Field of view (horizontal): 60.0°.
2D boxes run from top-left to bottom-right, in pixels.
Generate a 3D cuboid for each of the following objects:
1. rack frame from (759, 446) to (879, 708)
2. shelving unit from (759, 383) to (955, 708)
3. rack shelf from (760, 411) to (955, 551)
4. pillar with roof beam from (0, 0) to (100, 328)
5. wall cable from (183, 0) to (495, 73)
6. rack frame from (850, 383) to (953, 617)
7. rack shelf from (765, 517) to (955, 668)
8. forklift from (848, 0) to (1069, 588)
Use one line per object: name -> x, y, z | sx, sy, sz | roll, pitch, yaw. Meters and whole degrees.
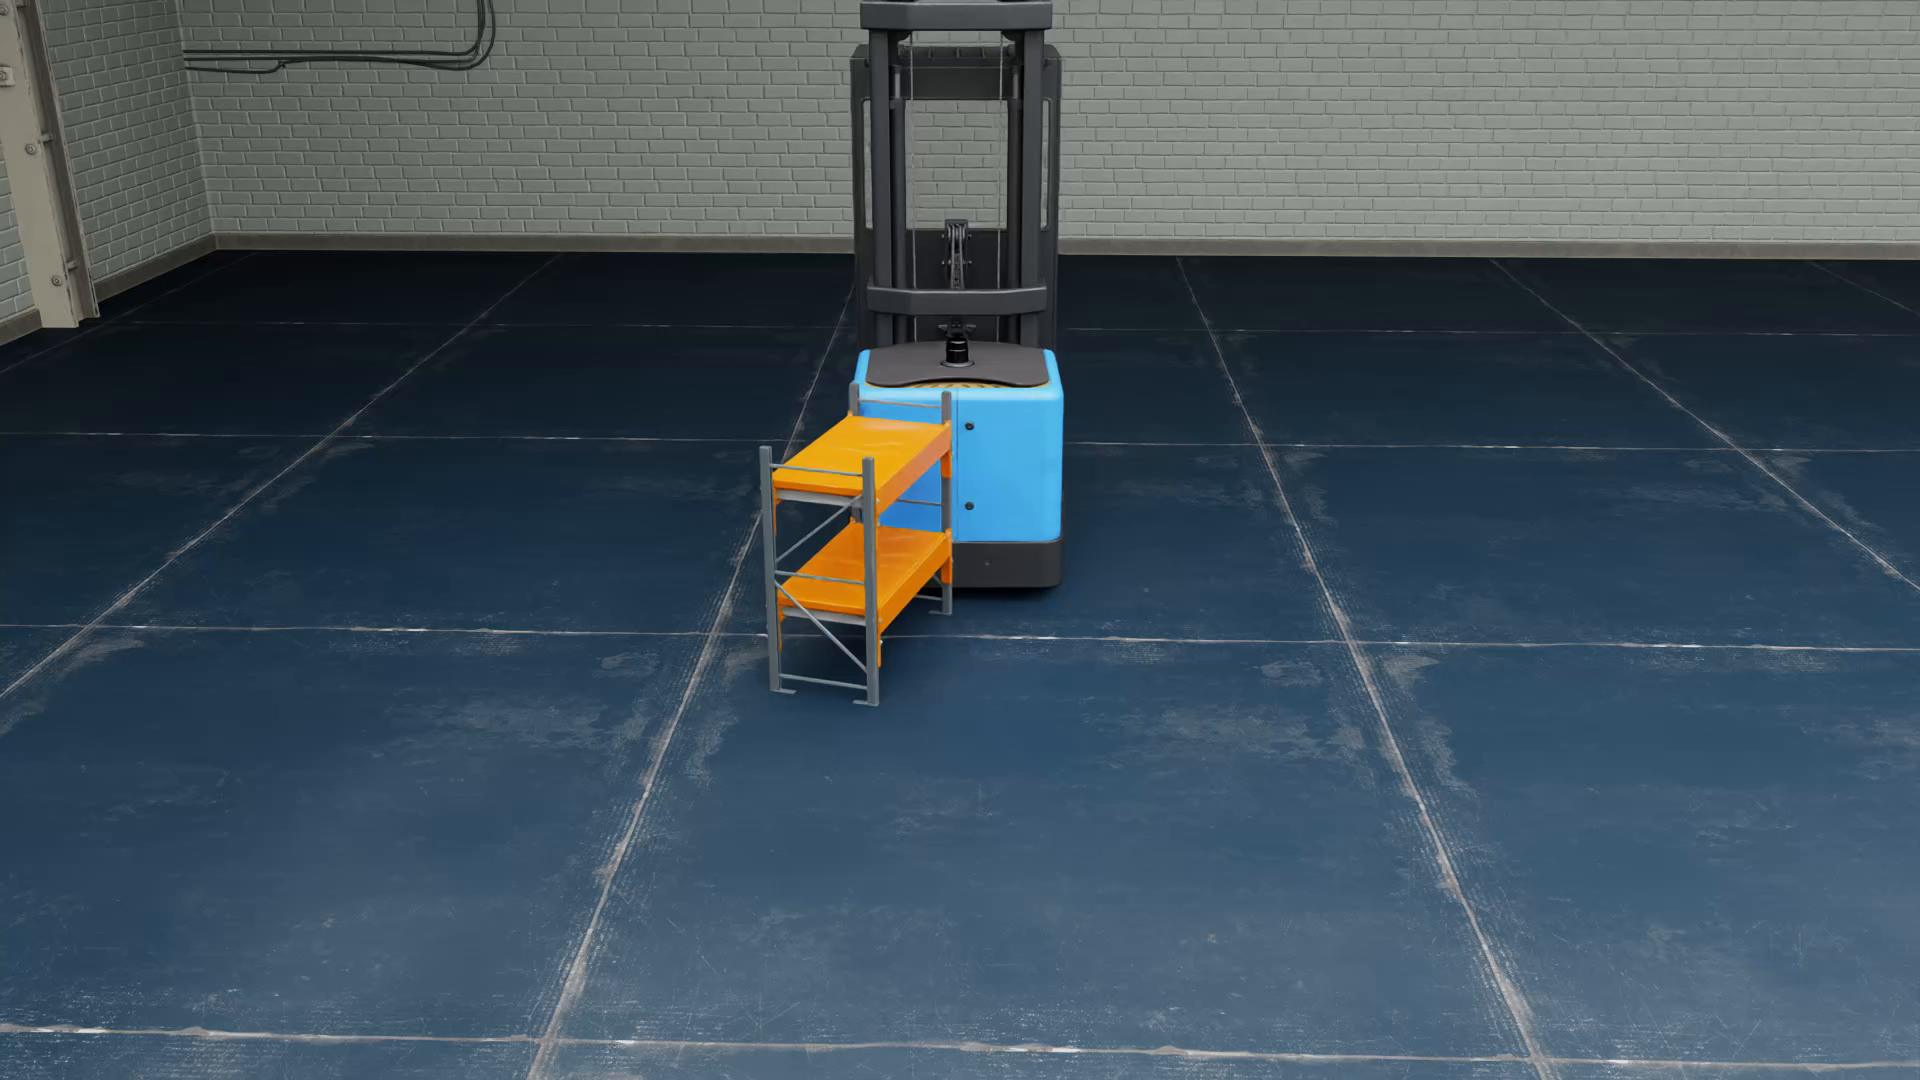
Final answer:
rack frame -> -0.593, 0.166, 7.045 | 0.500, 1.125, 0.032 | 7, 22, 17
shelving unit -> -0.433, -0.008, 7.495 | 0.538, 1.125, 1.048 | 7, 22, 17
rack shelf -> -0.433, -0.281, 7.389 | 0.538, 0.278, 1.000 | 7, 22, 17
pillar with roof beam -> -3.004, -5.941, 11.900 | 9.100, 9.000, 0.400 | 1, 21, 2
wall cable -> -5.896, -5.591, 15.292 | 3.097, 2.526, 0.112 | 1, 21, 2
rack frame -> -0.274, -0.183, 7.945 | 0.500, 1.125, 0.032 | 7, 22, 17
rack shelf -> -0.433, 0.220, 7.584 | 0.538, 0.278, 1.000 | 7, 22, 17
forklift -> -0.045, -1.611, 9.130 | 1.130, 2.935, 3.031 | -1, 21, -2
